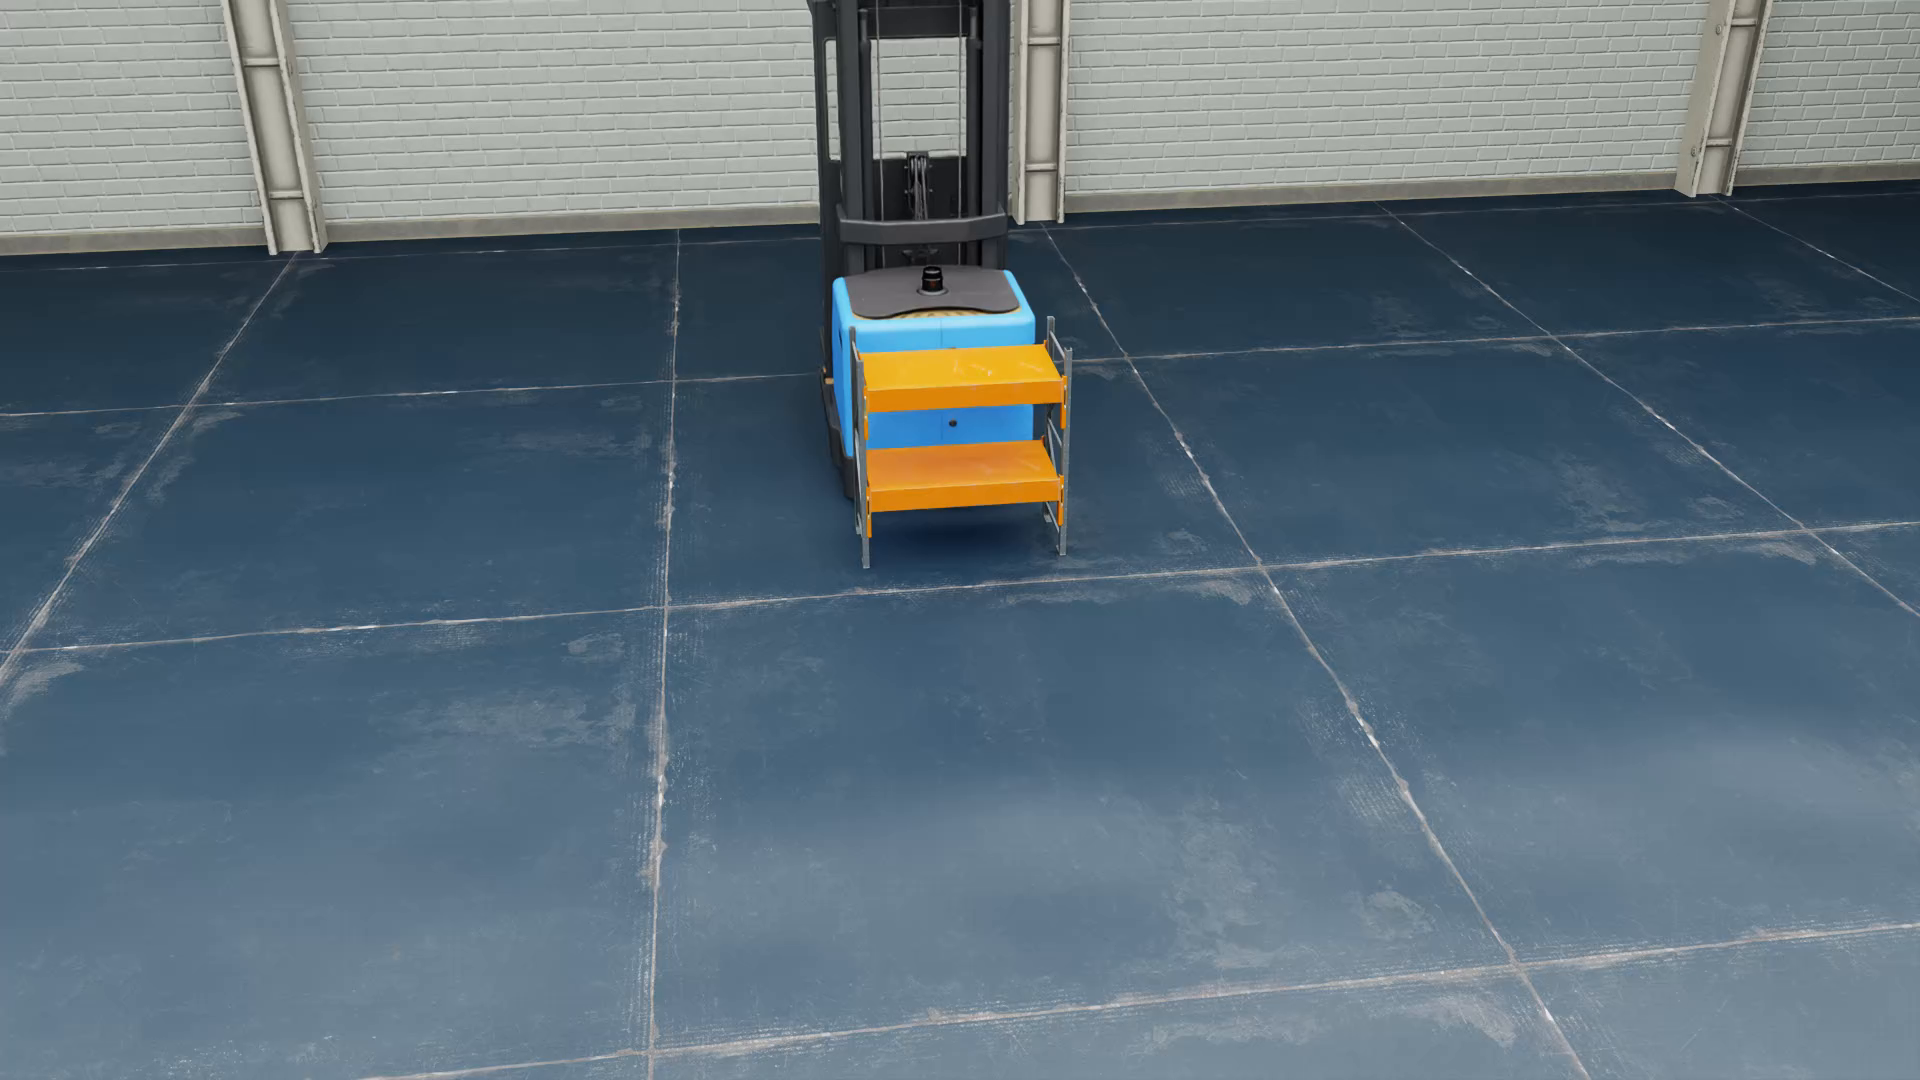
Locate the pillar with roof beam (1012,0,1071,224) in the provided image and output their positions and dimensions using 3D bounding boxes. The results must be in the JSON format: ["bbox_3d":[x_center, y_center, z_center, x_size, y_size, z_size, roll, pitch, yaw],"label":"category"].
[{"bbox_3d":[1.256,-4.776,8.200,0.400,9.000,9.100,-4,27,-7],"label":"pillar with roof beam"}]

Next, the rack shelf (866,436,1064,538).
[{"bbox_3d":[-0.007,-0.282,8.604,1.000,0.278,0.538,-4,27,-7],"label":"rack shelf"}]

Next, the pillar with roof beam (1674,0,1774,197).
[{"bbox_3d":[7.198,-5.157,8.944,0.400,9.000,9.100,-4,27,-7],"label":"pillar with roof beam"}]

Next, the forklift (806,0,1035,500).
[{"bbox_3d":[-0.301,-2.163,9.755,1.130,2.935,3.031,-4,27,-7],"label":"forklift"}]

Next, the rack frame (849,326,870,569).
[{"bbox_3d":[-0.510,-0.468,8.429,0.032,1.125,0.500,-4,27,-7],"label":"rack frame"}]

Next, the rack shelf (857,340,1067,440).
[{"bbox_3d":[-0.007,-0.760,8.359,1.000,0.278,0.538,-4,27,-7],"label":"rack shelf"}]

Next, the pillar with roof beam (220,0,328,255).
[{"bbox_3d":[-4.685,-4.394,7.456,0.400,9.000,9.100,-4,27,-7],"label":"pillar with roof beam"}]

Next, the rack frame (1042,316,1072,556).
[{"bbox_3d":[0.497,-0.532,8.555,0.032,1.125,0.500,-4,27,-7],"label":"rack frame"}]

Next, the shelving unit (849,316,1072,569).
[{"bbox_3d":[-0.007,-0.500,8.492,1.048,1.125,0.538,-4,27,-7],"label":"shelving unit"}]
